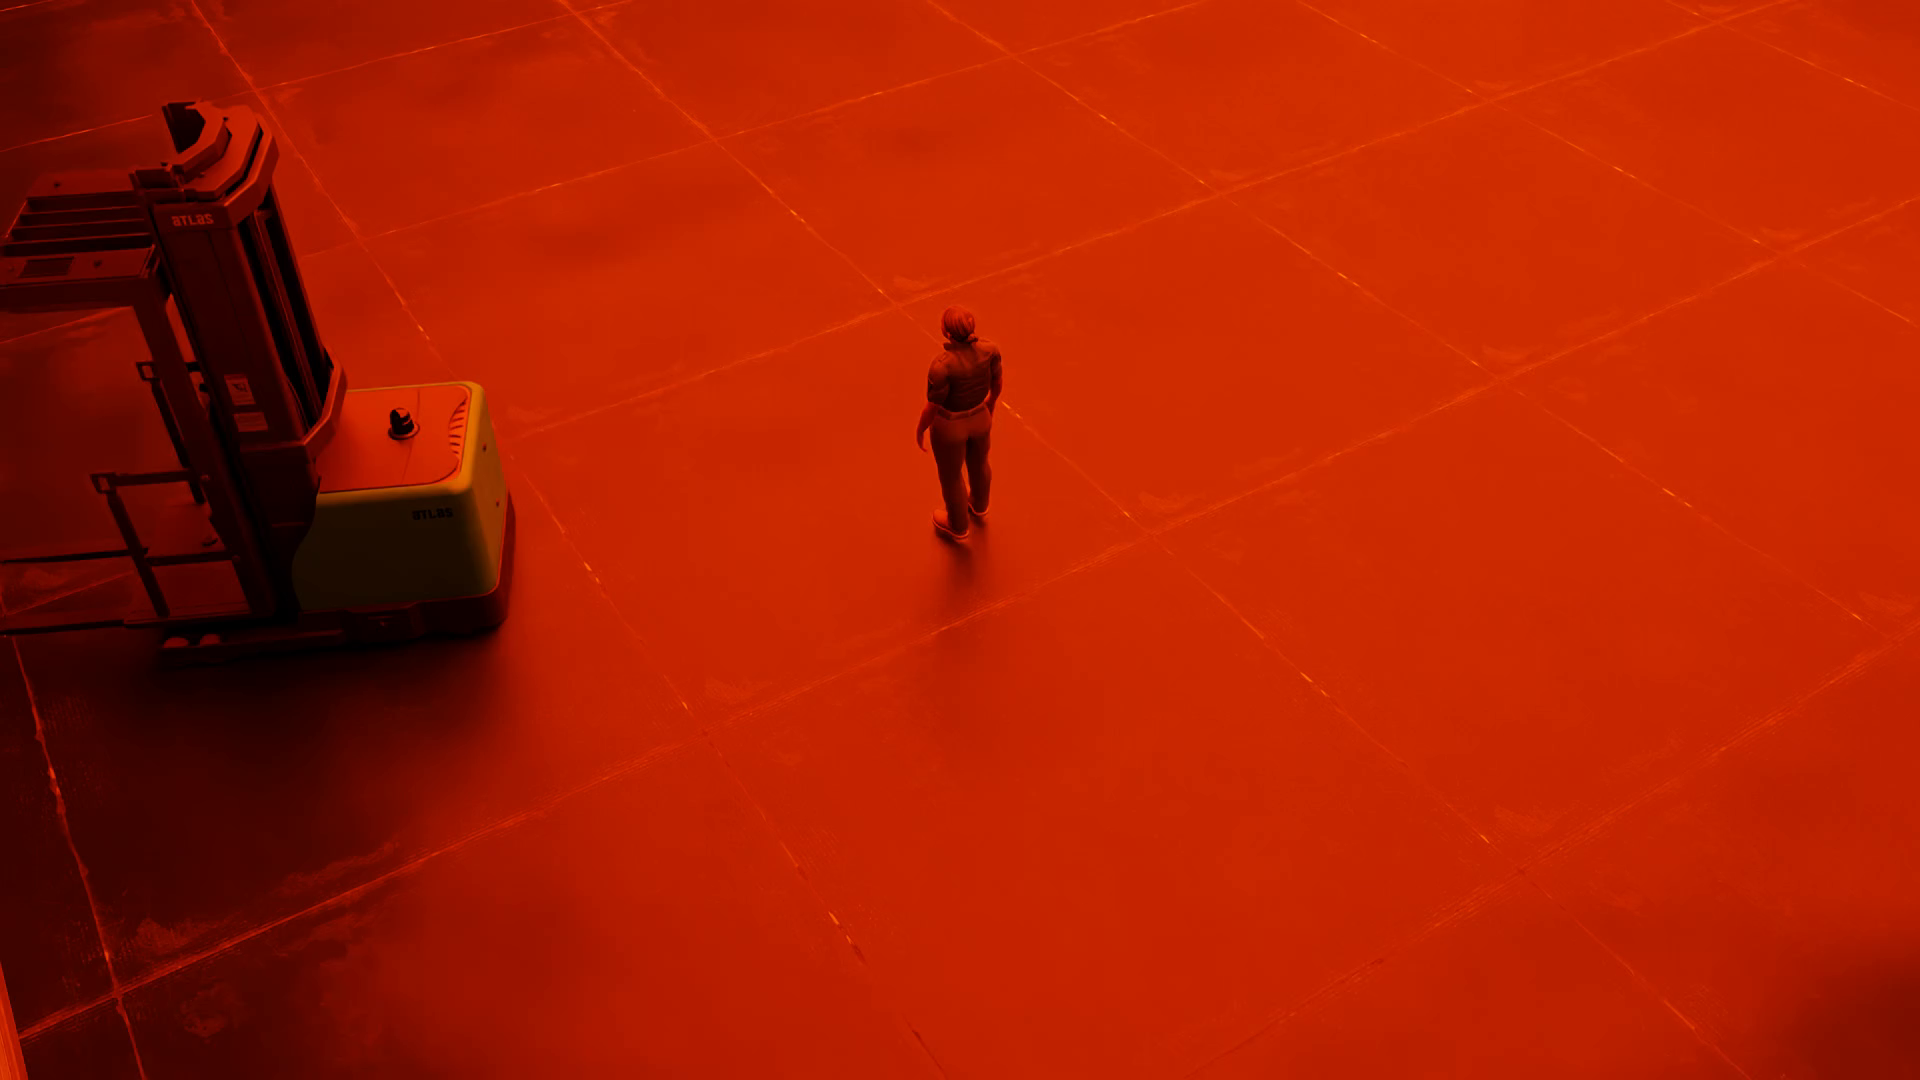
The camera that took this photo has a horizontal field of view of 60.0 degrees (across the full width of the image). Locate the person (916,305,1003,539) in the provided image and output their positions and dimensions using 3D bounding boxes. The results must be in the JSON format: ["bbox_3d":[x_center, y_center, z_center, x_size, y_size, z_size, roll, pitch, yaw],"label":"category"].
[{"bbox_3d":[-0.030,-0.715,9.586,0.569,1.656,0.503,-23,46,-24],"label":"person"}]

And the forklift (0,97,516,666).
[{"bbox_3d":[-4.152,-0.770,8.752,3.031,2.935,1.130,-5,41,-6],"label":"forklift"}]
